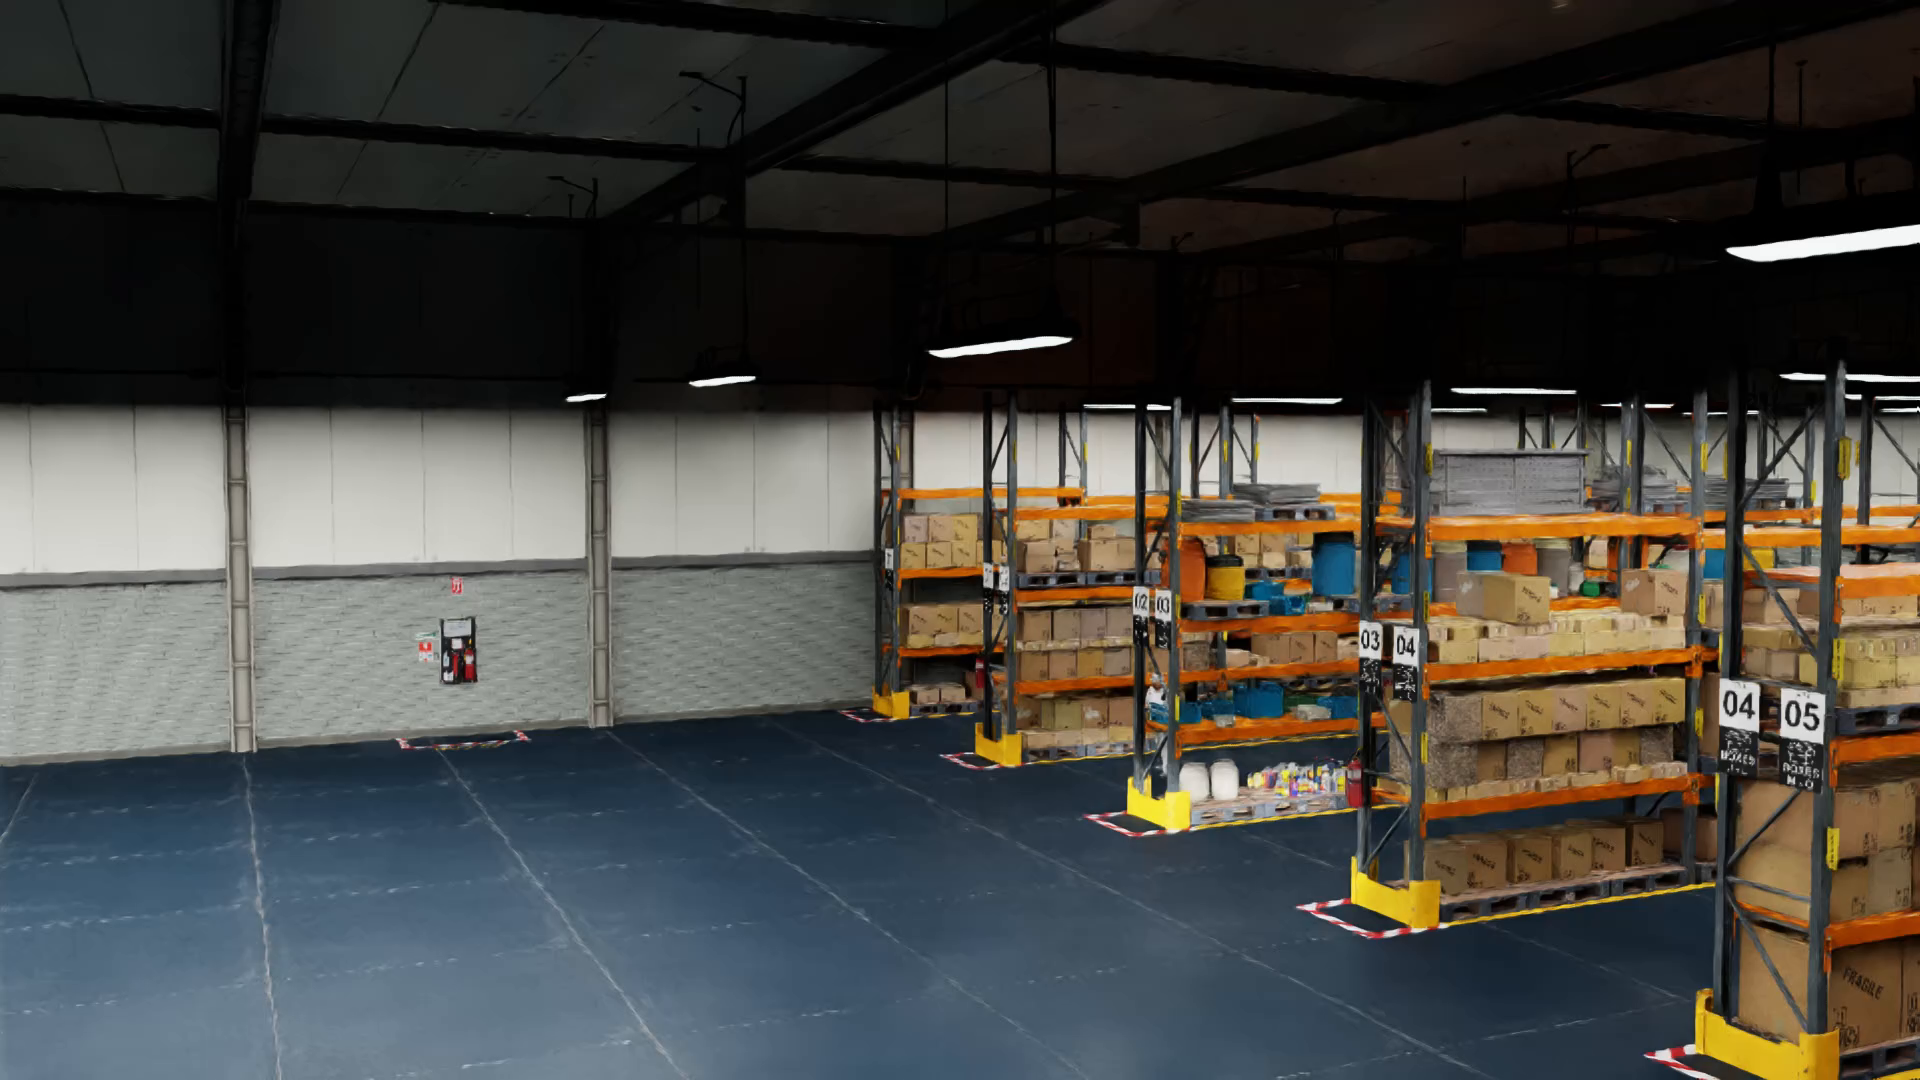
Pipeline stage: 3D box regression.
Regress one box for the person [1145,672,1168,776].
[{"bbox_3d":[3.190,2.848,25.989,0.782,1.604,0.662,-3,5,-44],"label":"person"}]
